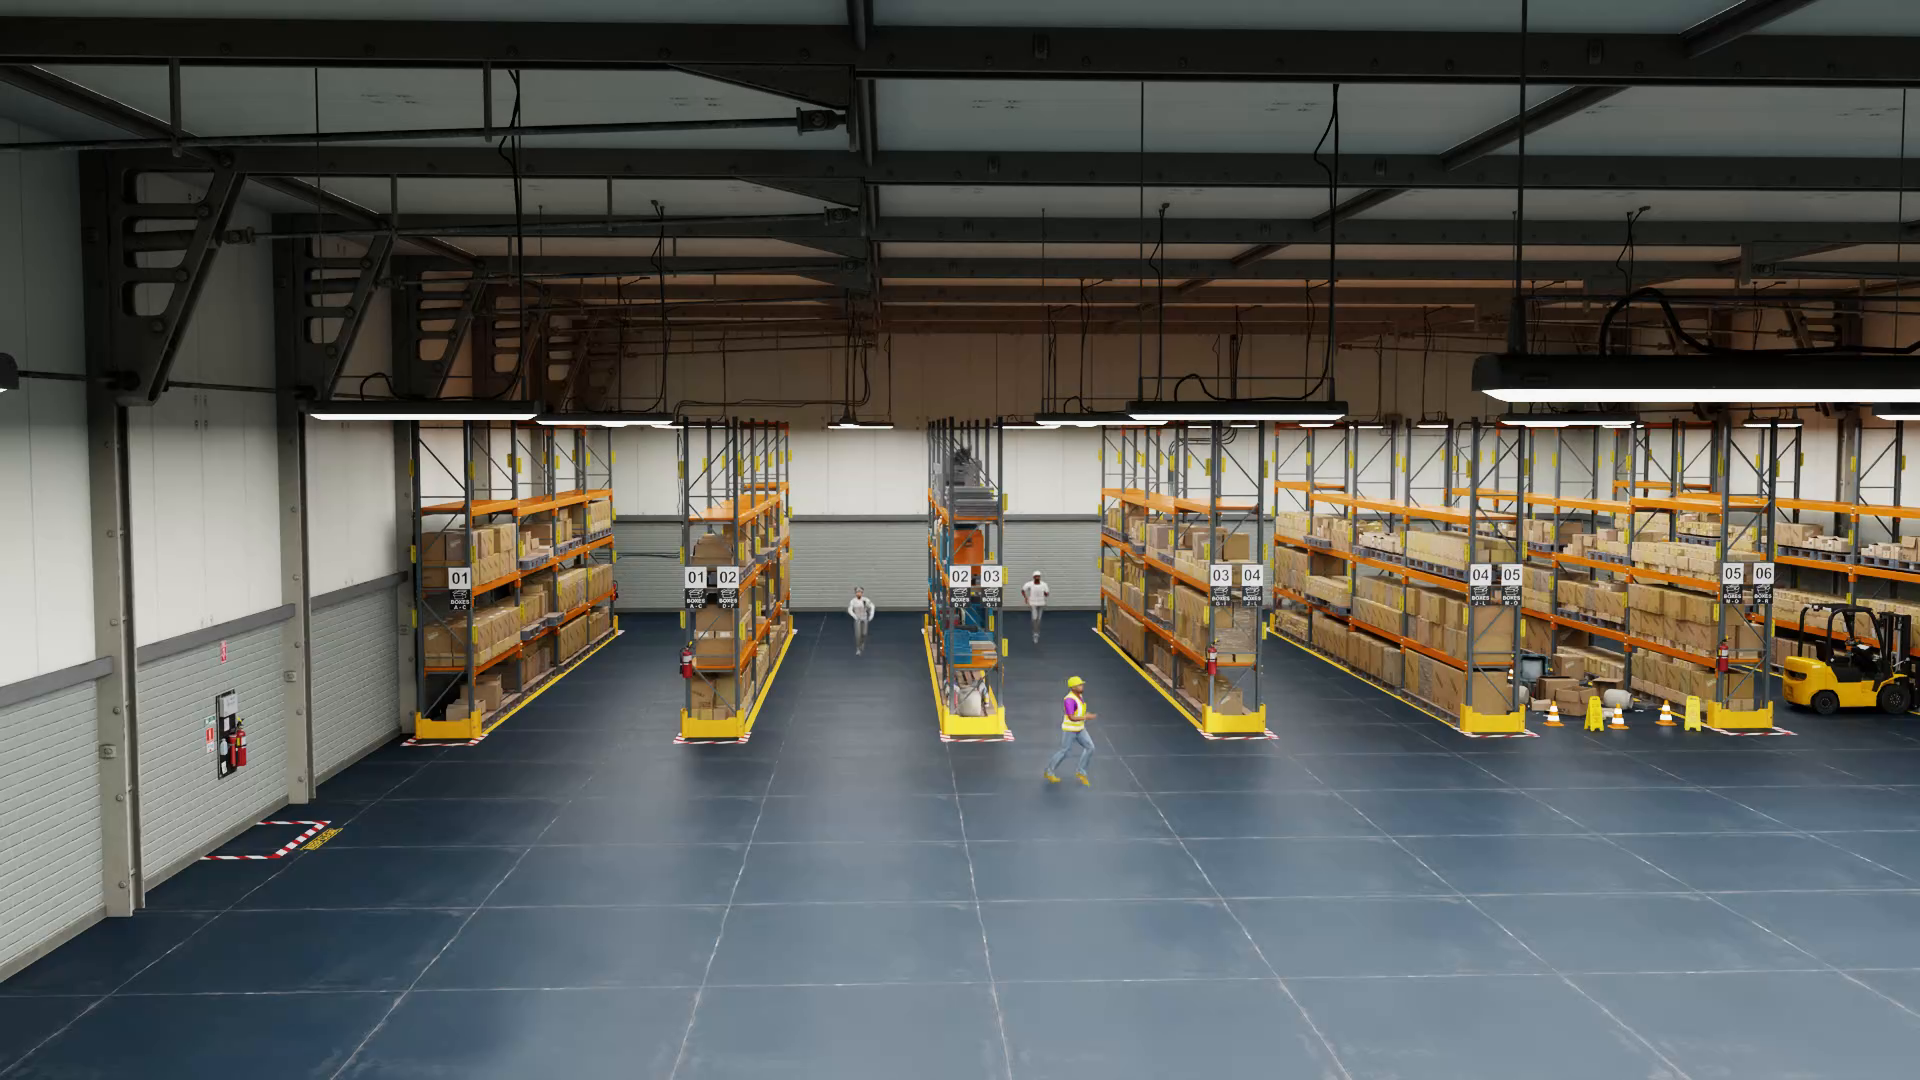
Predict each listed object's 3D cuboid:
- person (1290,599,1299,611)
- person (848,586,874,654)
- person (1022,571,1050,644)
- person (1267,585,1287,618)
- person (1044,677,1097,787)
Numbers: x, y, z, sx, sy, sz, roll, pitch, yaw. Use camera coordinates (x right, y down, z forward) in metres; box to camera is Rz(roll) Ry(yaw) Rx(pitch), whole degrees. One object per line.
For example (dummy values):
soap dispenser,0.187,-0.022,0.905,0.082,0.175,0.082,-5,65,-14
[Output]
person,9.929,1.719,49.047,0.728,1.650,0.612,3,5,35
person,-2.415,1.968,40.588,0.642,1.674,0.592,0,4,-2
person,2.010,1.744,43.392,0.675,1.874,0.702,-1,4,-13
person,9.387,1.708,48.991,0.685,1.620,0.591,0,4,-4
person,1.823,3.090,26.869,0.894,1.800,0.710,2,4,26
